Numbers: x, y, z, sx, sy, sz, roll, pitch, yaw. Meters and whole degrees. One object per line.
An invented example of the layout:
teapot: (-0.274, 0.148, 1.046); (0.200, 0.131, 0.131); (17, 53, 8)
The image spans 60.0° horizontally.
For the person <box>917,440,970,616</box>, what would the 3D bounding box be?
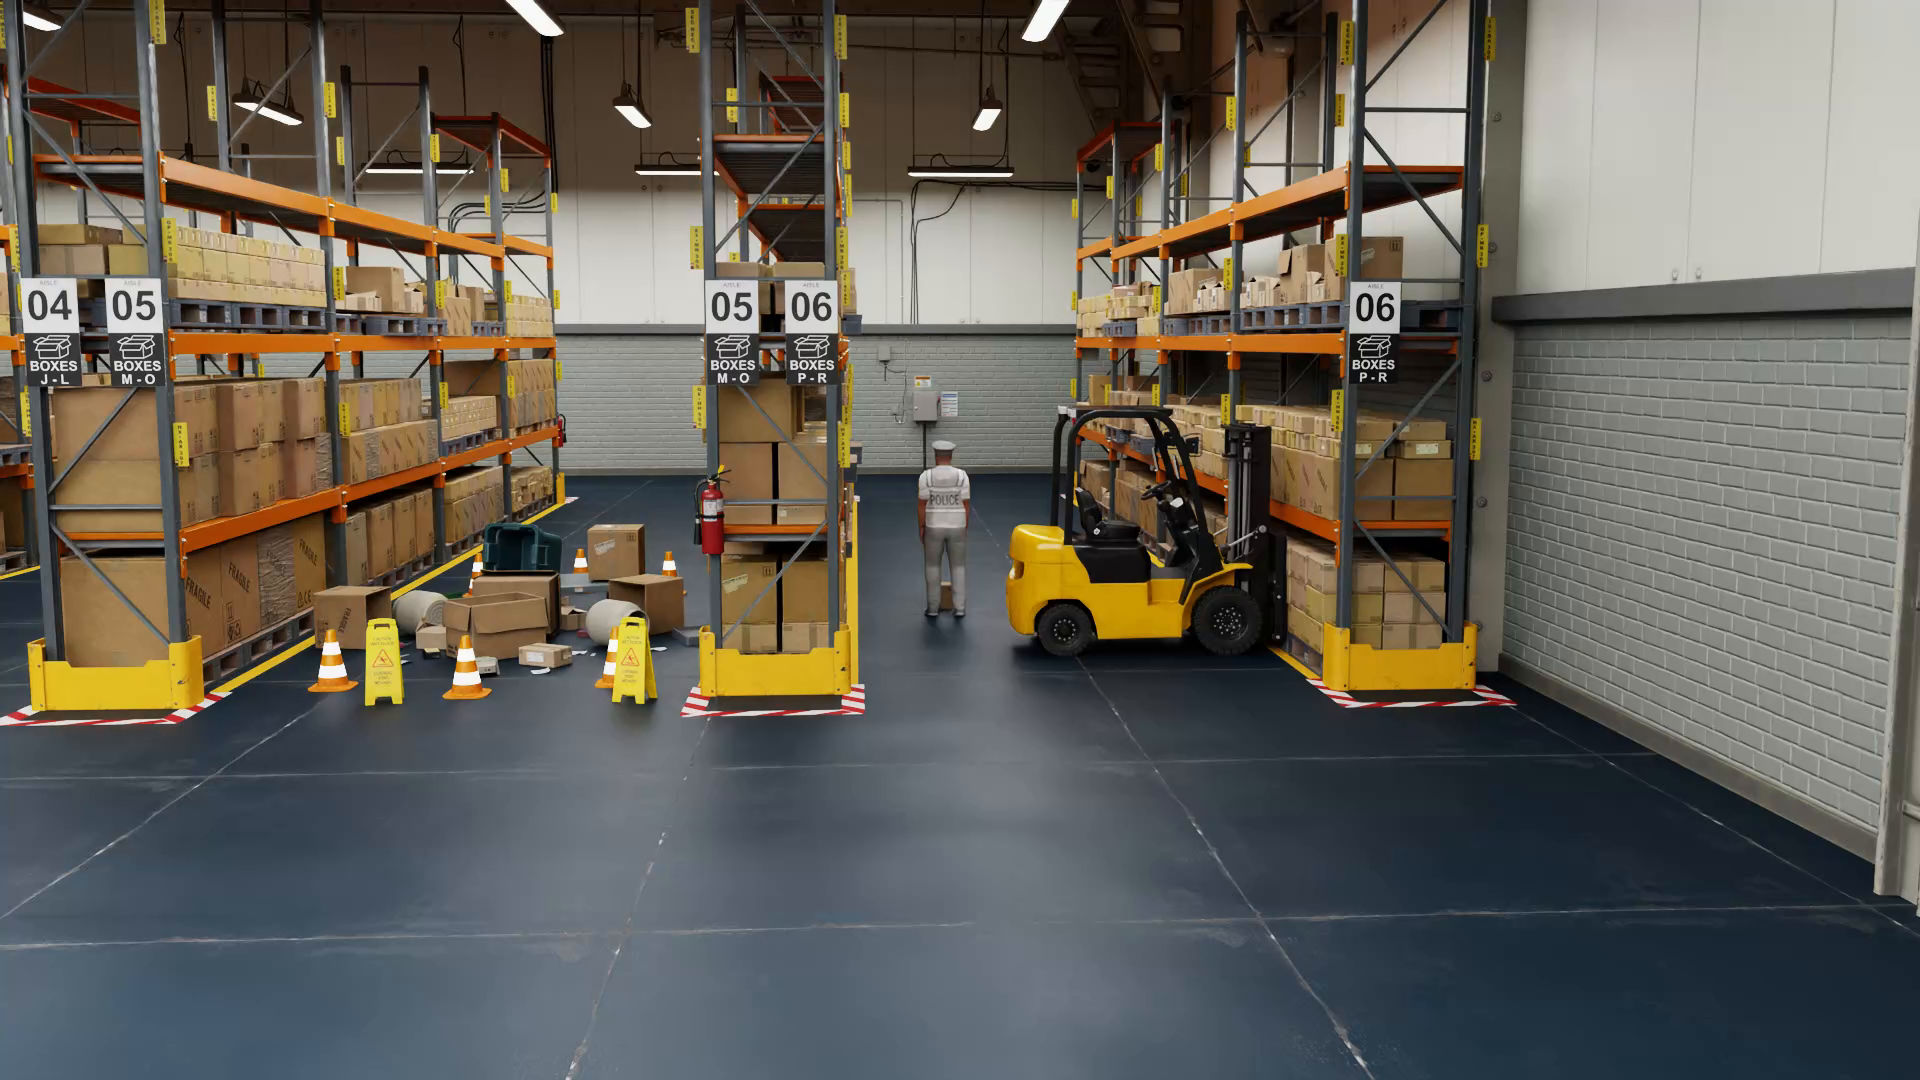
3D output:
person: (-0.169, -0.105, 16.652); (0.526, 1.778, 0.388); (-1, 7, -6)
